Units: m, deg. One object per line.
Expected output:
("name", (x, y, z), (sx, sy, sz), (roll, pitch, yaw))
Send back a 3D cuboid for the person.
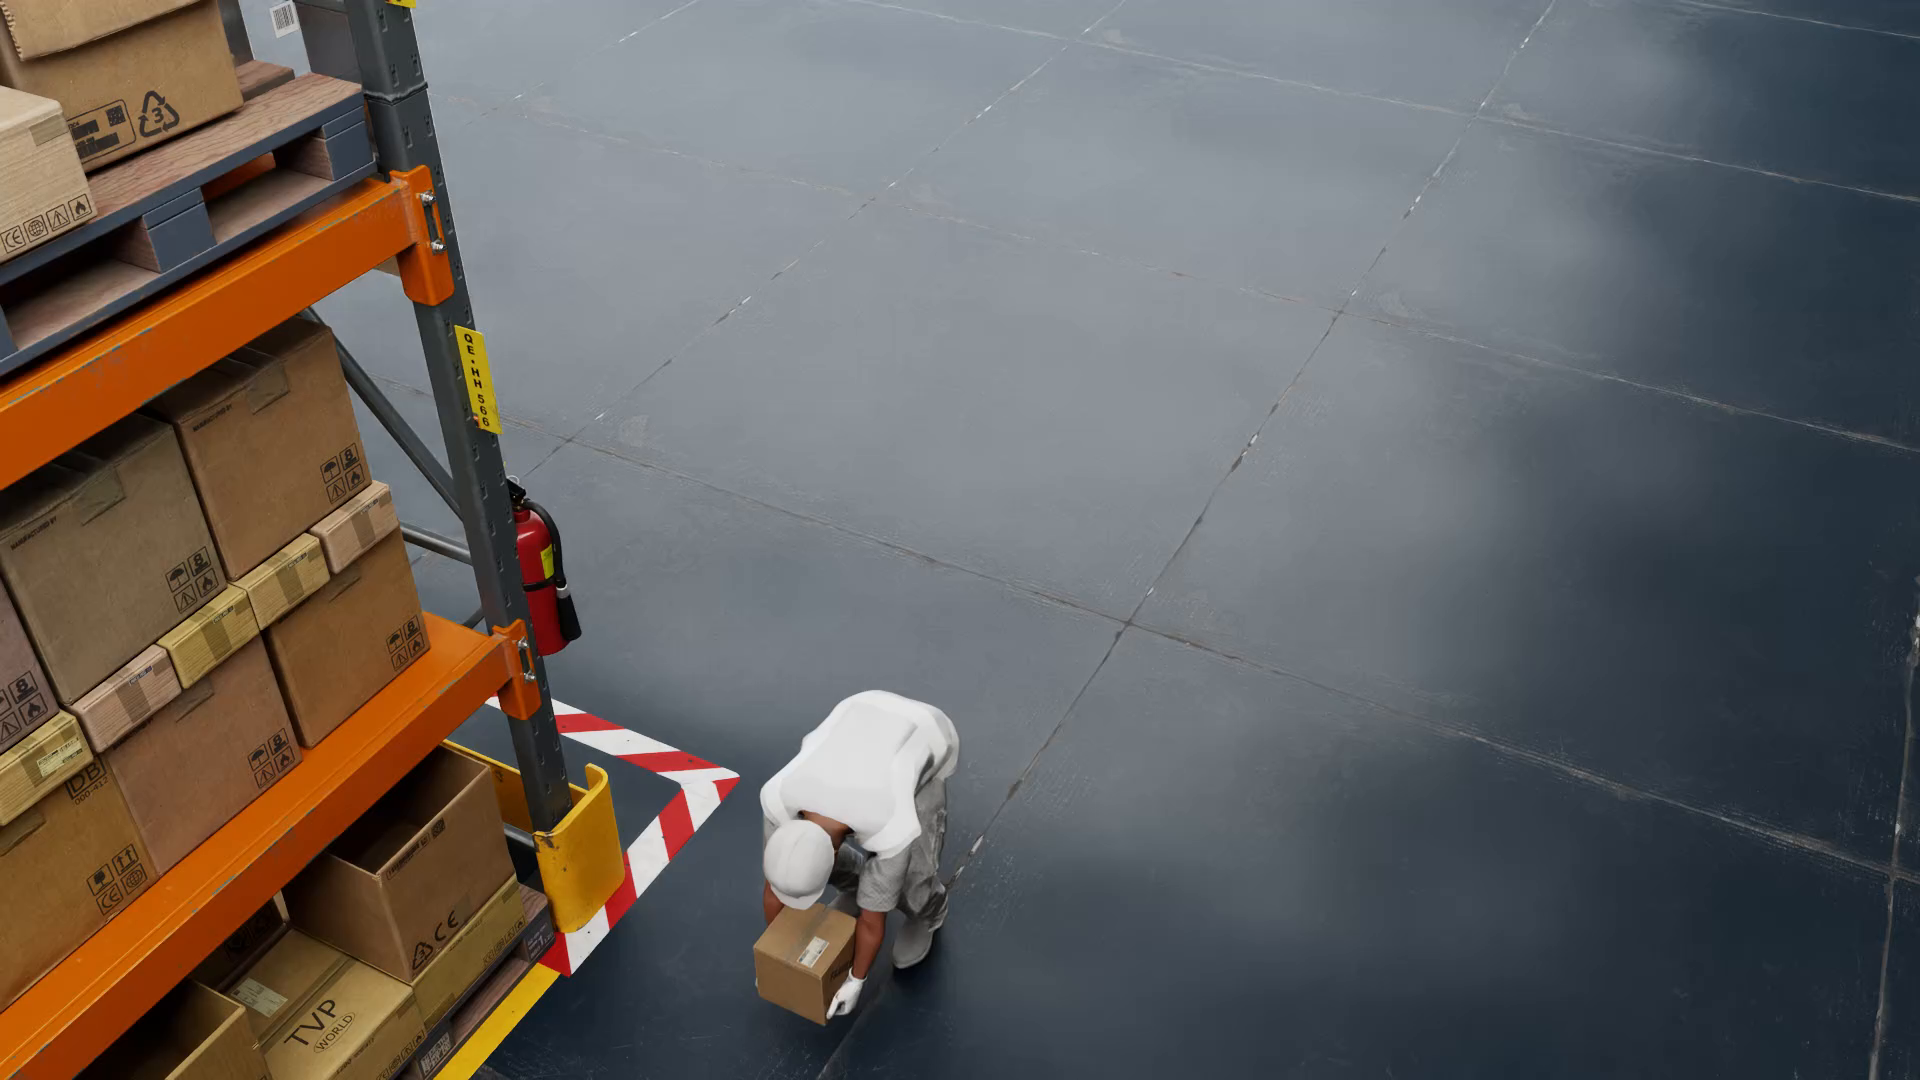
("person", (-0.329, 1.041, 5.413), (0.546, 1.015, 0.977), (16, 40, 19))
